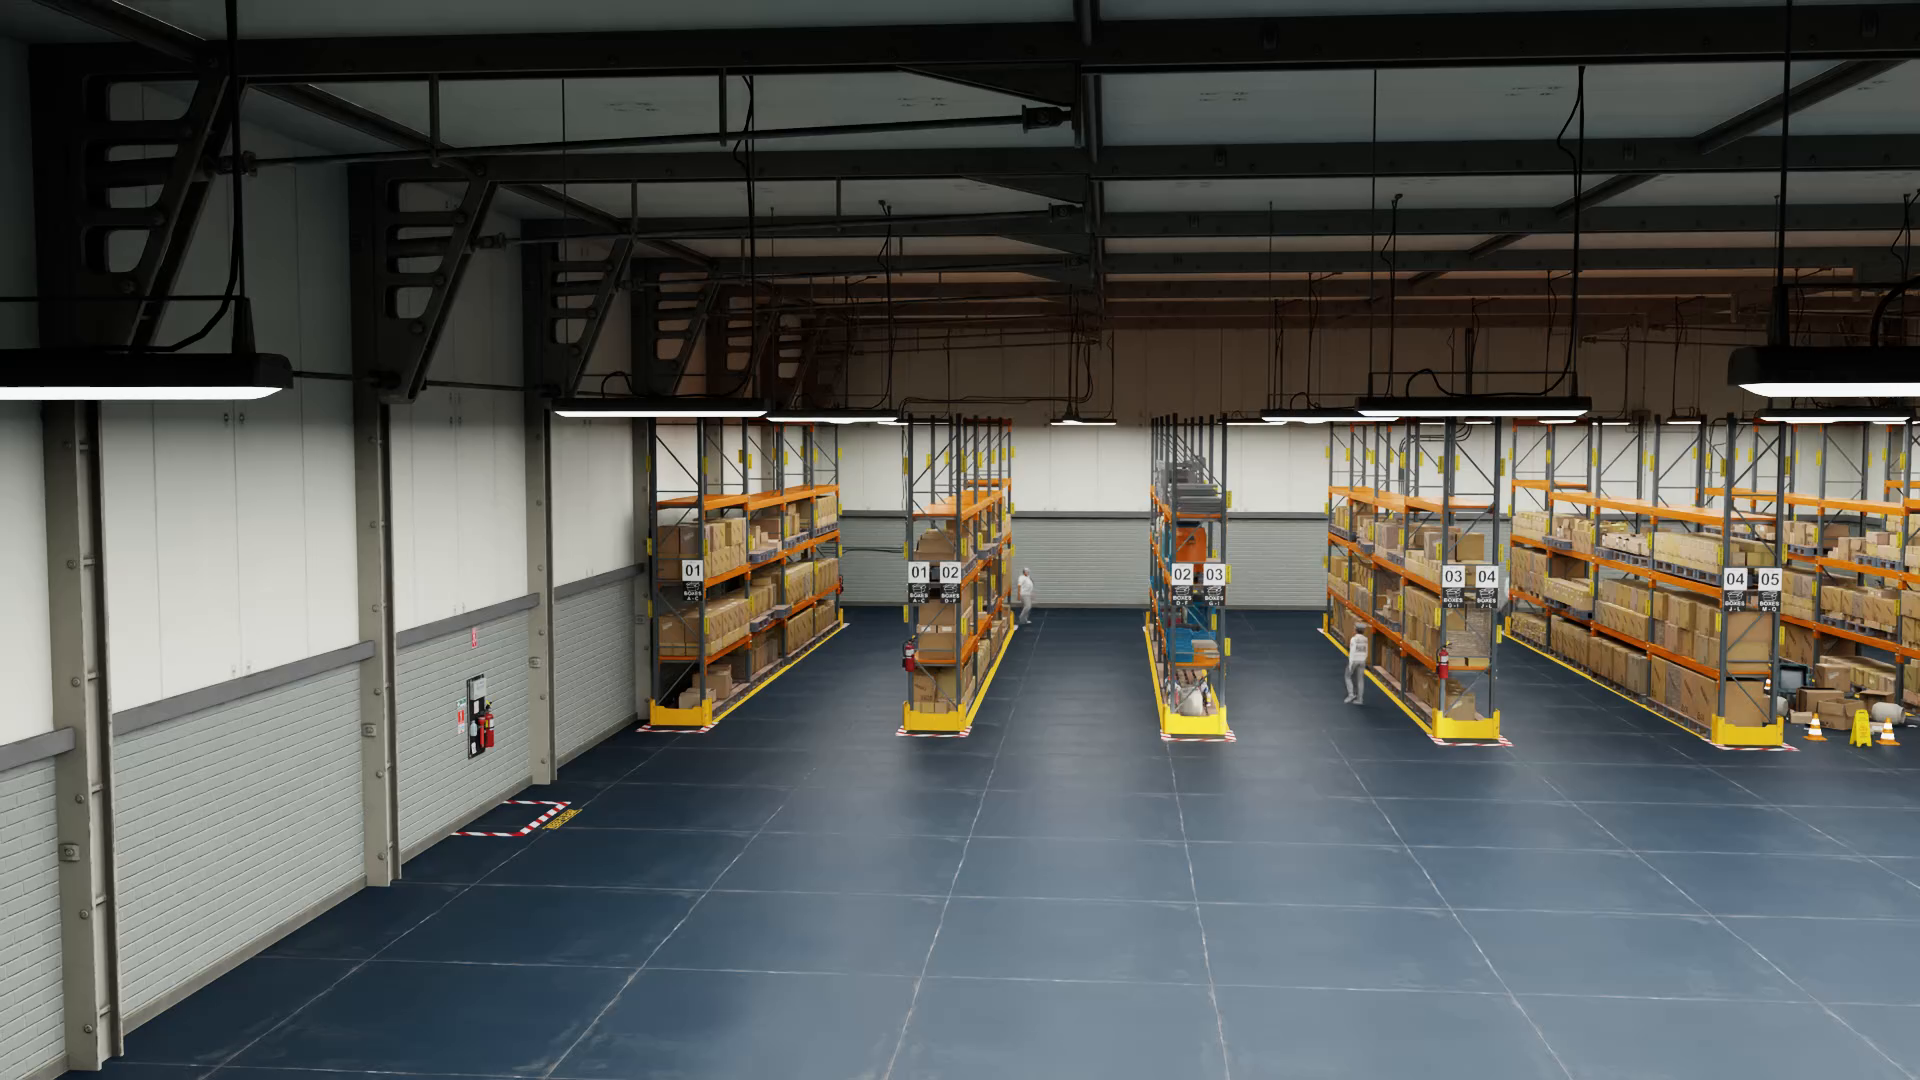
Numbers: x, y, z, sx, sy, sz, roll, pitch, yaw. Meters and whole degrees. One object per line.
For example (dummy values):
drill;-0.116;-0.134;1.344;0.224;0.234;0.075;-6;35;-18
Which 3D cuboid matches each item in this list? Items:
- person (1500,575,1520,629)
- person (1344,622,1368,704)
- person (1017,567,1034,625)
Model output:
person;15.716;1.655;47.402;0.511;1.815;0.565;-2;4;-22
person;8.234;2.554;34.480;0.520;1.687;0.452;0;4;-5
person;1.927;1.632;48.449;0.440;1.684;0.522;2;4;27
